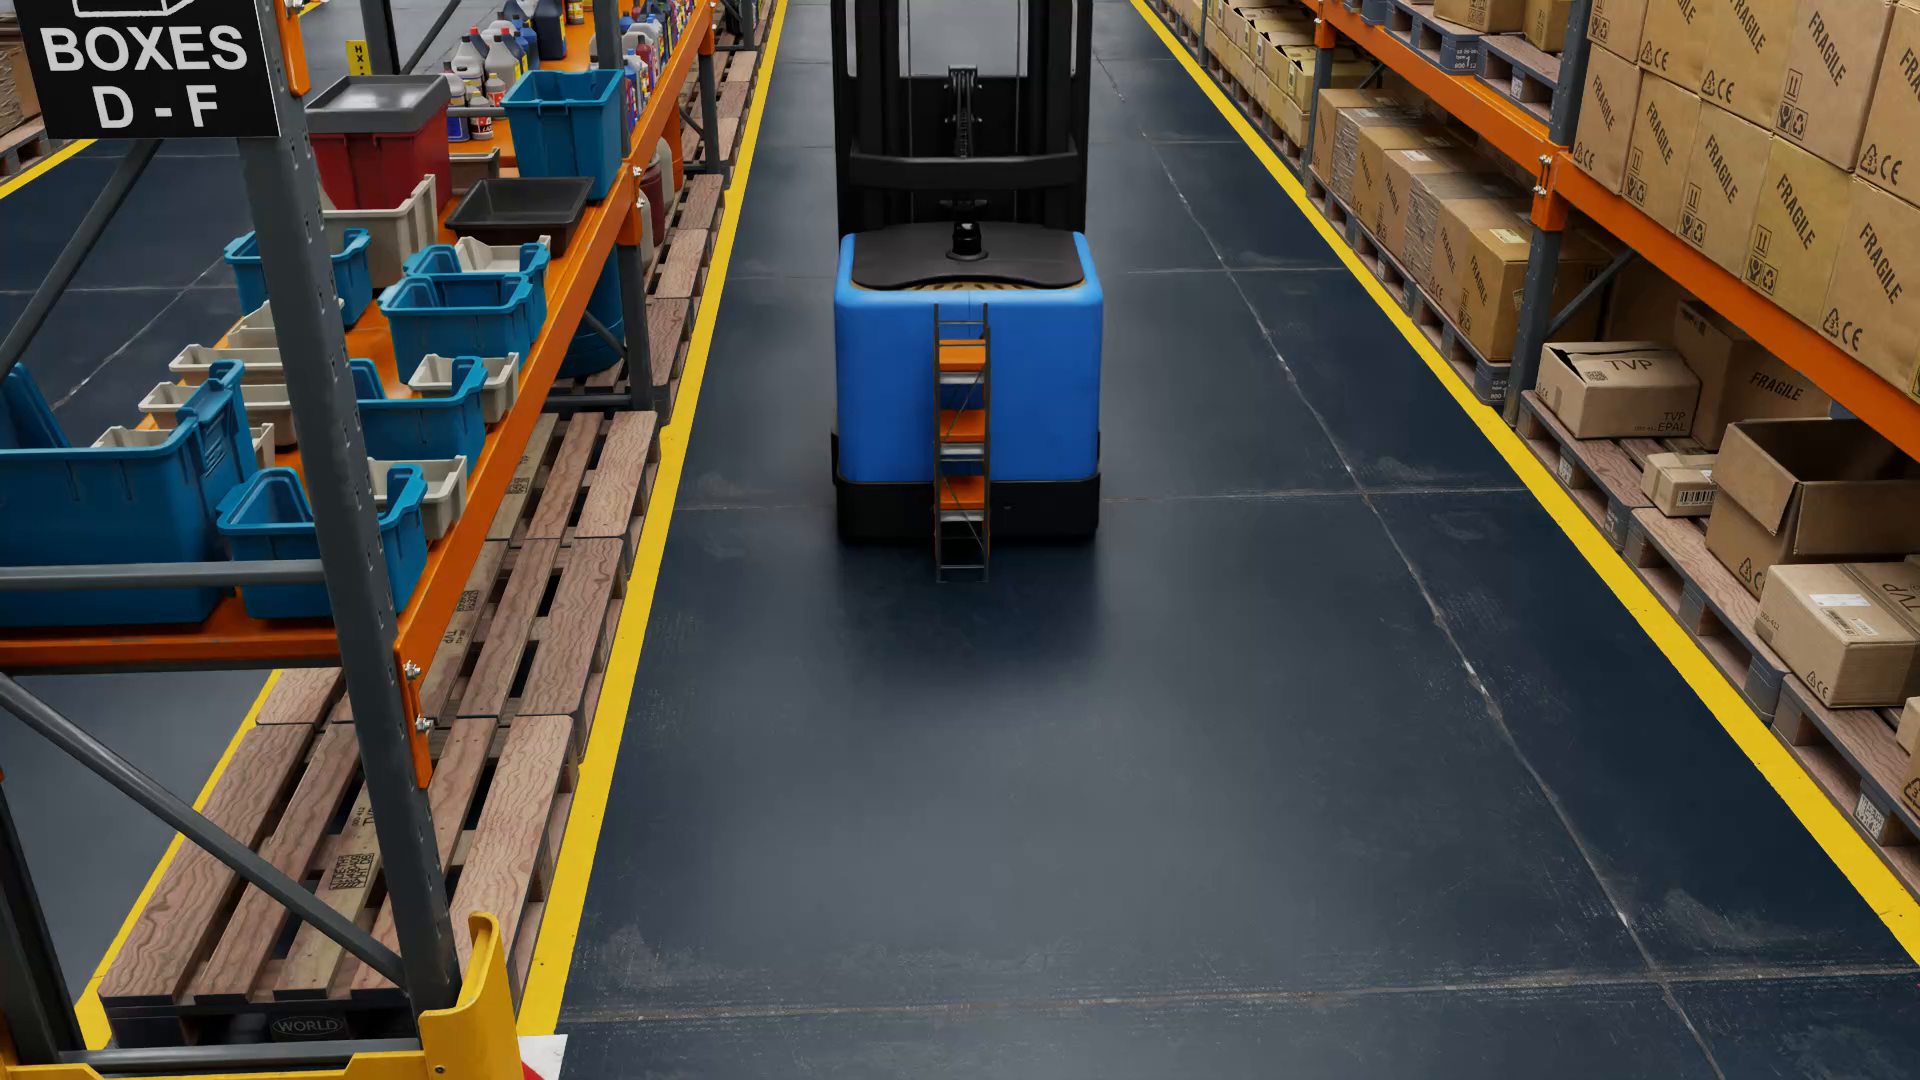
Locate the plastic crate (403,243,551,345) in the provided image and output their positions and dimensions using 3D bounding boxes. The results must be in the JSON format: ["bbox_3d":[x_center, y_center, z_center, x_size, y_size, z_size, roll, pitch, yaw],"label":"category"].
[{"bbox_3d":[-1.448,-0.740,5.042,0.416,0.233,0.300,-1,28,-3],"label":"plastic crate"}]

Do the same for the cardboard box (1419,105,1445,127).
[{"bbox_3d":[3.133,-2.392,10.321,0.500,0.500,0.500,0,28,-1],"label":"cardboard box"}]

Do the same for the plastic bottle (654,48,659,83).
[{"bbox_3d":[-1.559,-2.383,8.291,0.097,0.201,0.097,0,28,0],"label":"plastic bottle"}]

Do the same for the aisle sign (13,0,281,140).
[{"bbox_3d":[-1.379,-1.046,2.701,0.394,0.787,0.004,-1,28,-3],"label":"aisle sign"}]

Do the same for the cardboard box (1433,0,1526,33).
[{"bbox_3d":[2.905,-2.930,8.561,0.700,0.500,0.500,-8,29,-16],"label":"cardboard box"}]

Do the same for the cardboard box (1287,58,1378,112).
[{"bbox_3d":[2.577,-3.184,11.523,0.500,0.311,0.500,-1,28,-1],"label":"cardboard box"}]

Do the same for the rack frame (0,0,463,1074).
[{"bbox_3d":[-1.682,0.081,3.352,0.949,2.616,0.053,-1,28,-3],"label":"rack frame"}]

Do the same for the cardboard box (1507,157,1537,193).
[{"bbox_3d":[3.225,-1.995,8.748,0.500,0.250,0.500,-1,28,-3],"label":"cardboard box"}]

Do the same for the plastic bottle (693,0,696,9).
[{"bbox_3d":[-1.650,-3.386,10.124,0.061,0.283,0.133,-1,28,-3],"label":"plastic bottle"}]

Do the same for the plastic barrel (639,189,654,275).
[{"bbox_3d":[-1.876,-1.691,8.986,0.421,0.512,0.421,0,28,0],"label":"plastic barrel"}]

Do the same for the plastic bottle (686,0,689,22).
[{"bbox_3d":[-1.645,-3.144,9.750,0.097,0.201,0.097,0,28,0],"label":"plastic bottle"}]

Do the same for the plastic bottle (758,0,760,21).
[{"bbox_3d":[-1.910,-4.999,15.553,0.061,0.283,0.133,0,28,0],"label":"plastic bottle"}]

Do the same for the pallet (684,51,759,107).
[{"bbox_3d":[-2.226,-3.863,13.929,1.003,0.211,1.213,-1,28,-3],"label":"pallet"}]

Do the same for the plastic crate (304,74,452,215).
[{"bbox_3d":[-2.092,-1.403,6.063,0.402,0.464,0.583,-1,28,-3],"label":"plastic crate"}]

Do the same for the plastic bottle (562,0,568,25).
[{"bbox_3d":[-2.373,-3.138,9.656,0.152,0.276,0.135,-1,28,-3],"label":"plastic bottle"}]

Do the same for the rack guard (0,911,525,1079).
[{"bbox_3d":[-1.665,1.200,3.909,1.175,0.500,0.348,-1,28,-3],"label":"rack guard"}]

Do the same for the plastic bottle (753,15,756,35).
[{"bbox_3d":[-1.895,-4.667,15.005,0.097,0.201,0.097,0,28,0],"label":"plastic bottle"}]

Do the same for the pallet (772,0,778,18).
[{"bbox_3d":[-2.426,-5.663,17.379,1.003,0.211,1.213,-1,28,-3],"label":"pallet"}]

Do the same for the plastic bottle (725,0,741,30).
[{"bbox_3d":[-2.077,-4.861,15.215,0.144,0.351,0.185,-1,28,-3],"label":"plastic bottle"}]

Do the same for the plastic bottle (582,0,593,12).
[{"bbox_3d":[-2.245,-3.355,10.073,0.152,0.276,0.135,-1,28,-3],"label":"plastic bottle"}]

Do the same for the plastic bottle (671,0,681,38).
[{"bbox_3d":[-1.619,-2.919,9.319,0.097,0.201,0.097,0,28,0],"label":"plastic bottle"}]

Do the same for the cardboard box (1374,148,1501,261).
[{"bbox_3d":[2.675,-1.887,9.352,0.500,0.500,0.500,-2,28,-4],"label":"cardboard box"}]

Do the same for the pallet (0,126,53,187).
[{"bbox_3d":[-7.082,-2.619,11.543,1.003,0.211,1.213,-1,28,-3],"label":"pallet"}]

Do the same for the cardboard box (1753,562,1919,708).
[{"bbox_3d":[2.974,0.302,5.425,0.500,0.250,0.500,-1,28,-3],"label":"cardboard box"}]

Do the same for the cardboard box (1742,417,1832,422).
[{"bbox_3d":[3.451,-0.388,6.857,0.380,0.149,0.250,-1,28,-3],"label":"cardboard box"}]

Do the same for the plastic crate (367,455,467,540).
[{"bbox_3d":[-1.297,-0.101,3.921,0.250,0.136,0.298,-1,28,-3],"label":"plastic crate"}]

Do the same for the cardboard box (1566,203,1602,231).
[{"bbox_3d":[3.238,-1.447,8.507,0.500,0.500,0.500,-1,28,-2],"label":"cardboard box"}]

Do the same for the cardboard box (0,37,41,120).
[{"bbox_3d":[-7.176,-3.408,12.267,0.700,0.500,0.500,1,28,2],"label":"cardboard box"}]

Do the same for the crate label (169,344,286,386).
[{"bbox_3d":[-1.942,-0.464,4.616,0.396,0.136,0.243,-1,28,-3],"label":"crate label"}]

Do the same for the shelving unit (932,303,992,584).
[{"bbox_3d":[0.006,-0.355,6.295,0.215,1.050,0.252,-1,28,-1],"label":"shelving unit"}]

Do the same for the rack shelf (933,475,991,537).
[{"bbox_3d":[0.006,-0.099,6.428,0.215,0.259,0.240,-1,28,-1],"label":"rack shelf"}]

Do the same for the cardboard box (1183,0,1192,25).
[{"bbox_3d":[2.382,-4.986,15.586,0.500,0.250,0.500,-1,28,-3],"label":"cardboard box"}]

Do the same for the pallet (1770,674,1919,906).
[{"bbox_3d":[3.221,0.796,4.996,1.003,0.211,1.213,-1,28,-3],"label":"pallet"}]

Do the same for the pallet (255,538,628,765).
[{"bbox_3d":[-1.744,0.373,5.806,1.003,0.211,1.213,-1,28,-3],"label":"pallet"}]

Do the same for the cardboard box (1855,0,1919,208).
[{"bbox_3d":[2.911,-1.197,4.611,0.500,0.500,0.500,-1,28,-1],"label":"cardboard box"}]

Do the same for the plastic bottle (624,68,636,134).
[{"bbox_3d":[-1.488,-1.956,7.383,0.061,0.283,0.133,-1,28,-3],"label":"plastic bottle"}]

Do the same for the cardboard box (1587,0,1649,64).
[{"bbox_3d":[2.803,-2.148,6.435,0.500,0.500,0.500,-1,28,-1],"label":"cardboard box"}]

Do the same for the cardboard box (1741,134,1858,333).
[{"bbox_3d":[2.895,-0.985,5.286,0.500,0.500,0.500,-2,28,-3],"label":"cardboard box"}]

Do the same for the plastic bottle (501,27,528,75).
[{"bbox_3d":[-2.128,-2.250,7.874,0.144,0.351,0.185,-1,28,-3],"label":"plastic bottle"}]

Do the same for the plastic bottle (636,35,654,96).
[{"bbox_3d":[-1.527,-2.305,8.052,0.061,0.283,0.133,-1,28,-3],"label":"plastic bottle"}]

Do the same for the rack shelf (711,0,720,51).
[{"bbox_3d":[-2.201,-4.219,12.373,1.077,0.370,4.000,-1,28,-3],"label":"rack shelf"}]

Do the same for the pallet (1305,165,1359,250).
[{"bbox_3d":[2.851,-2.150,10.644,1.003,0.211,1.213,-1,28,-3],"label":"pallet"}]

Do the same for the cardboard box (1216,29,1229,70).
[{"bbox_3d":[2.440,-4.118,13.921,0.500,0.250,0.500,-1,28,-1],"label":"cardboard box"}]

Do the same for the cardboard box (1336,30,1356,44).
[{"bbox_3d":[3.056,-3.674,12.464,0.500,0.311,0.500,-2,28,-4],"label":"cardboard box"}]

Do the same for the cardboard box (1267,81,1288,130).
[{"bbox_3d":[2.549,-3.174,12.111,0.500,0.250,0.500,-2,28,-3],"label":"cardboard box"}]

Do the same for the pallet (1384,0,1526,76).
[{"bbox_3d":[2.956,-2.749,8.984,1.003,0.211,1.213,-1,28,-3],"label":"pallet"}]

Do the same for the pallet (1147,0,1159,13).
[{"bbox_3d":[2.514,-5.838,17.715,1.003,0.211,1.213,-1,28,-3],"label":"pallet"}]

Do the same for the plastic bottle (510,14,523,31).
[{"bbox_3d":[-2.275,-2.571,8.574,0.097,0.271,0.097,0,28,0],"label":"plastic bottle"}]

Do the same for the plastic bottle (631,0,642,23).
[{"bbox_3d":[-1.724,-2.769,8.942,0.061,0.283,0.133,-1,28,-3],"label":"plastic bottle"}]

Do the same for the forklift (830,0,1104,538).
[{"bbox_3d":[0.000,-1.950,7.319,1.130,2.935,3.031,-1,28,-1],"label":"forklift"}]

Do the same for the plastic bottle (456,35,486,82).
[{"bbox_3d":[-2.263,-2.161,7.704,0.144,0.351,0.185,-1,28,-3],"label":"plastic bottle"}]

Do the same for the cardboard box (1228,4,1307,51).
[{"bbox_3d":[2.463,-4.128,13.333,0.500,0.311,0.500,-2,28,-4],"label":"cardboard box"}]

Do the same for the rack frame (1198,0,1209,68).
[{"bbox_3d":[2.641,-5.579,14.203,1.000,3.000,0.127,-1,28,-3],"label":"rack frame"}]

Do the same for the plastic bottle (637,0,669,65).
[{"bbox_3d":[-1.607,-2.666,8.672,0.144,0.351,0.185,-1,28,-3],"label":"plastic bottle"}]

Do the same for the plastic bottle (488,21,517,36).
[{"bbox_3d":[-2.296,-2.457,8.351,0.152,0.276,0.135,-1,28,-3],"label":"plastic bottle"}]

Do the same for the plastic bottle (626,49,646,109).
[{"bbox_3d":[-1.529,-2.156,7.779,0.097,0.271,0.097,0,28,0],"label":"plastic bottle"}]
